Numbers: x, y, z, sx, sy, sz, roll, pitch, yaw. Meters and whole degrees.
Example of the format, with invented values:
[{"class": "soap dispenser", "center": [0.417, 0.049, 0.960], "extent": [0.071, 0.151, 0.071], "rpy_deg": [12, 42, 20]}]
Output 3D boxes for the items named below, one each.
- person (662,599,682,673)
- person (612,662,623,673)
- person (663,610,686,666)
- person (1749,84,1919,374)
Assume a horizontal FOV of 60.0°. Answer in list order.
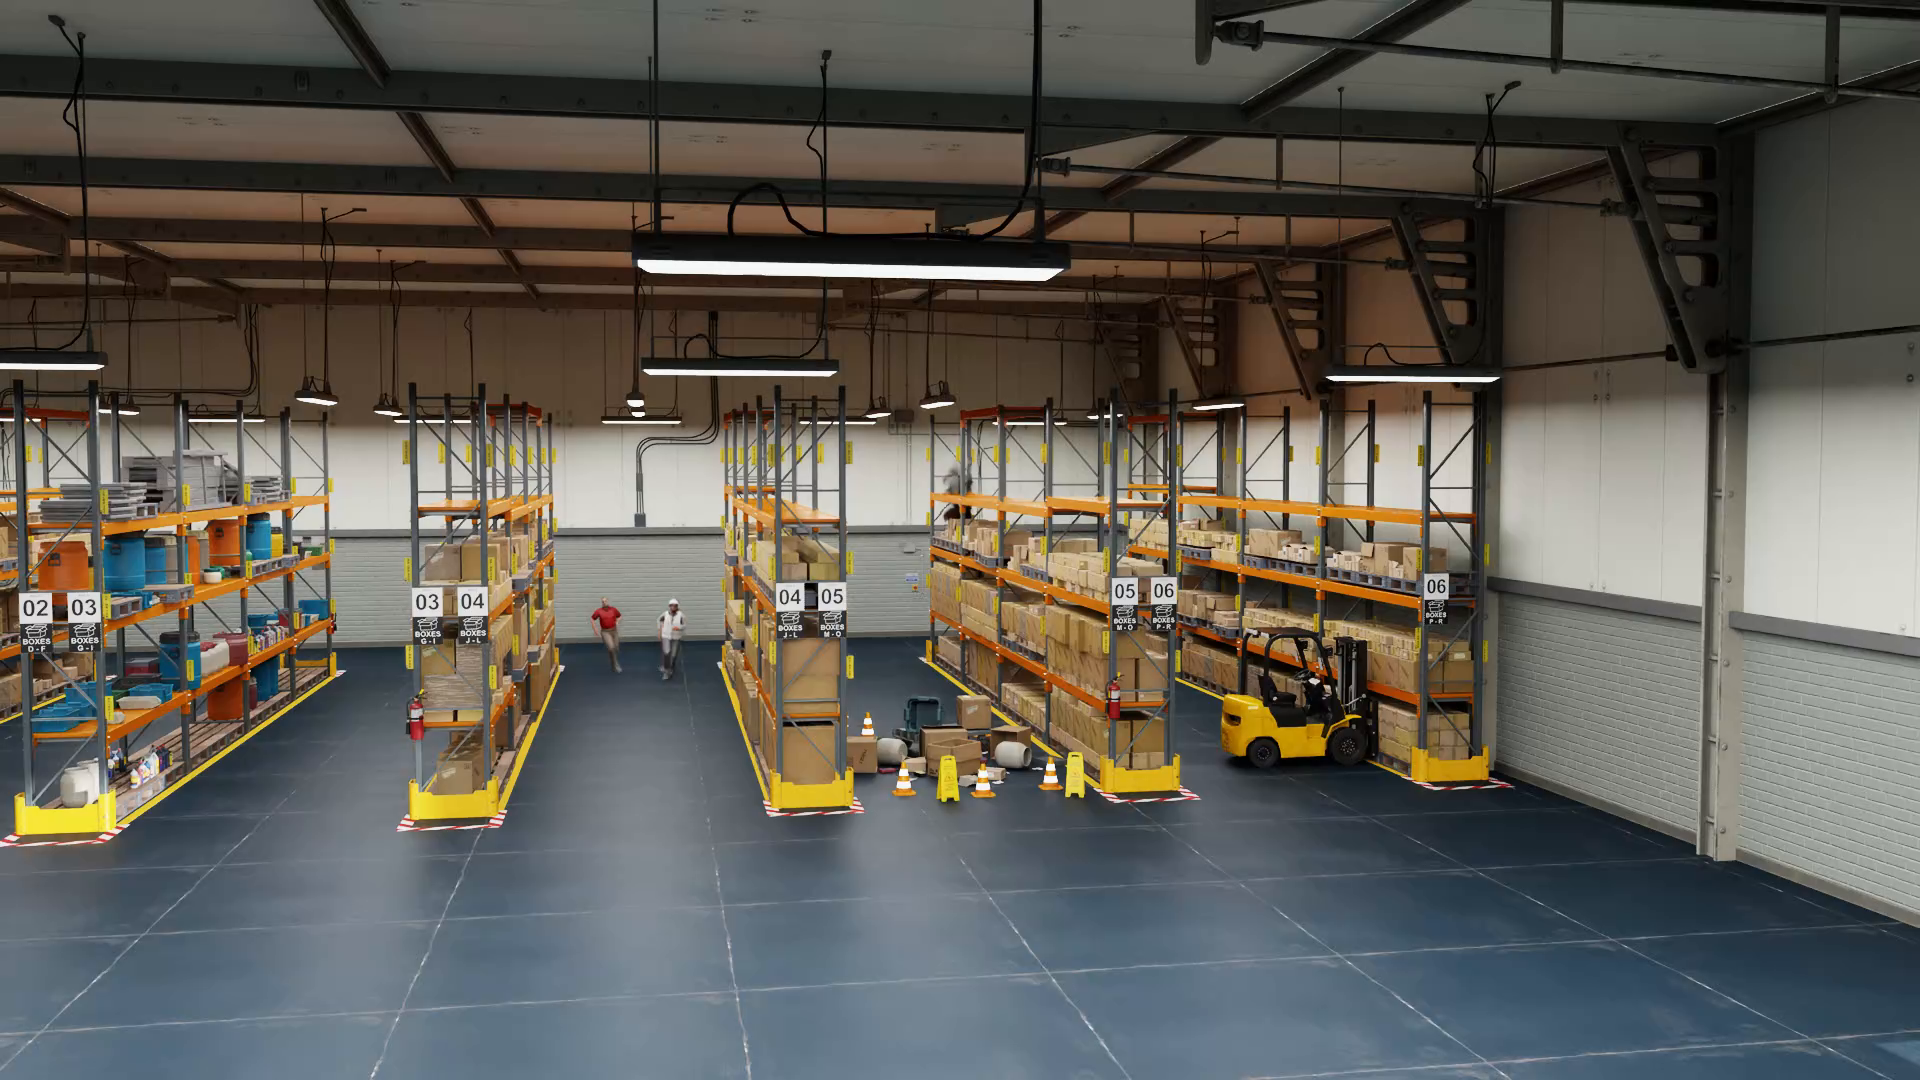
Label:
[{"class": "person", "center": [-6.477, 2.146, 37.410], "extent": [0.466, 1.651, 0.715], "rpy_deg": [-1, 3, -15]}, {"class": "person", "center": [-8.014, 2.874, 38.760], "extent": [0.344, 0.350, 0.849], "rpy_deg": [-2, 3, -30]}, {"class": "person", "center": [-6.689, 2.275, 38.670], "extent": [0.601, 1.307, 0.638], "rpy_deg": [1, 3, 10]}, {"class": "person", "center": [5.871, -0.908, 27.972], "extent": [9.444, 9.010, 26.689], "rpy_deg": [-2, 4, -39]}]
